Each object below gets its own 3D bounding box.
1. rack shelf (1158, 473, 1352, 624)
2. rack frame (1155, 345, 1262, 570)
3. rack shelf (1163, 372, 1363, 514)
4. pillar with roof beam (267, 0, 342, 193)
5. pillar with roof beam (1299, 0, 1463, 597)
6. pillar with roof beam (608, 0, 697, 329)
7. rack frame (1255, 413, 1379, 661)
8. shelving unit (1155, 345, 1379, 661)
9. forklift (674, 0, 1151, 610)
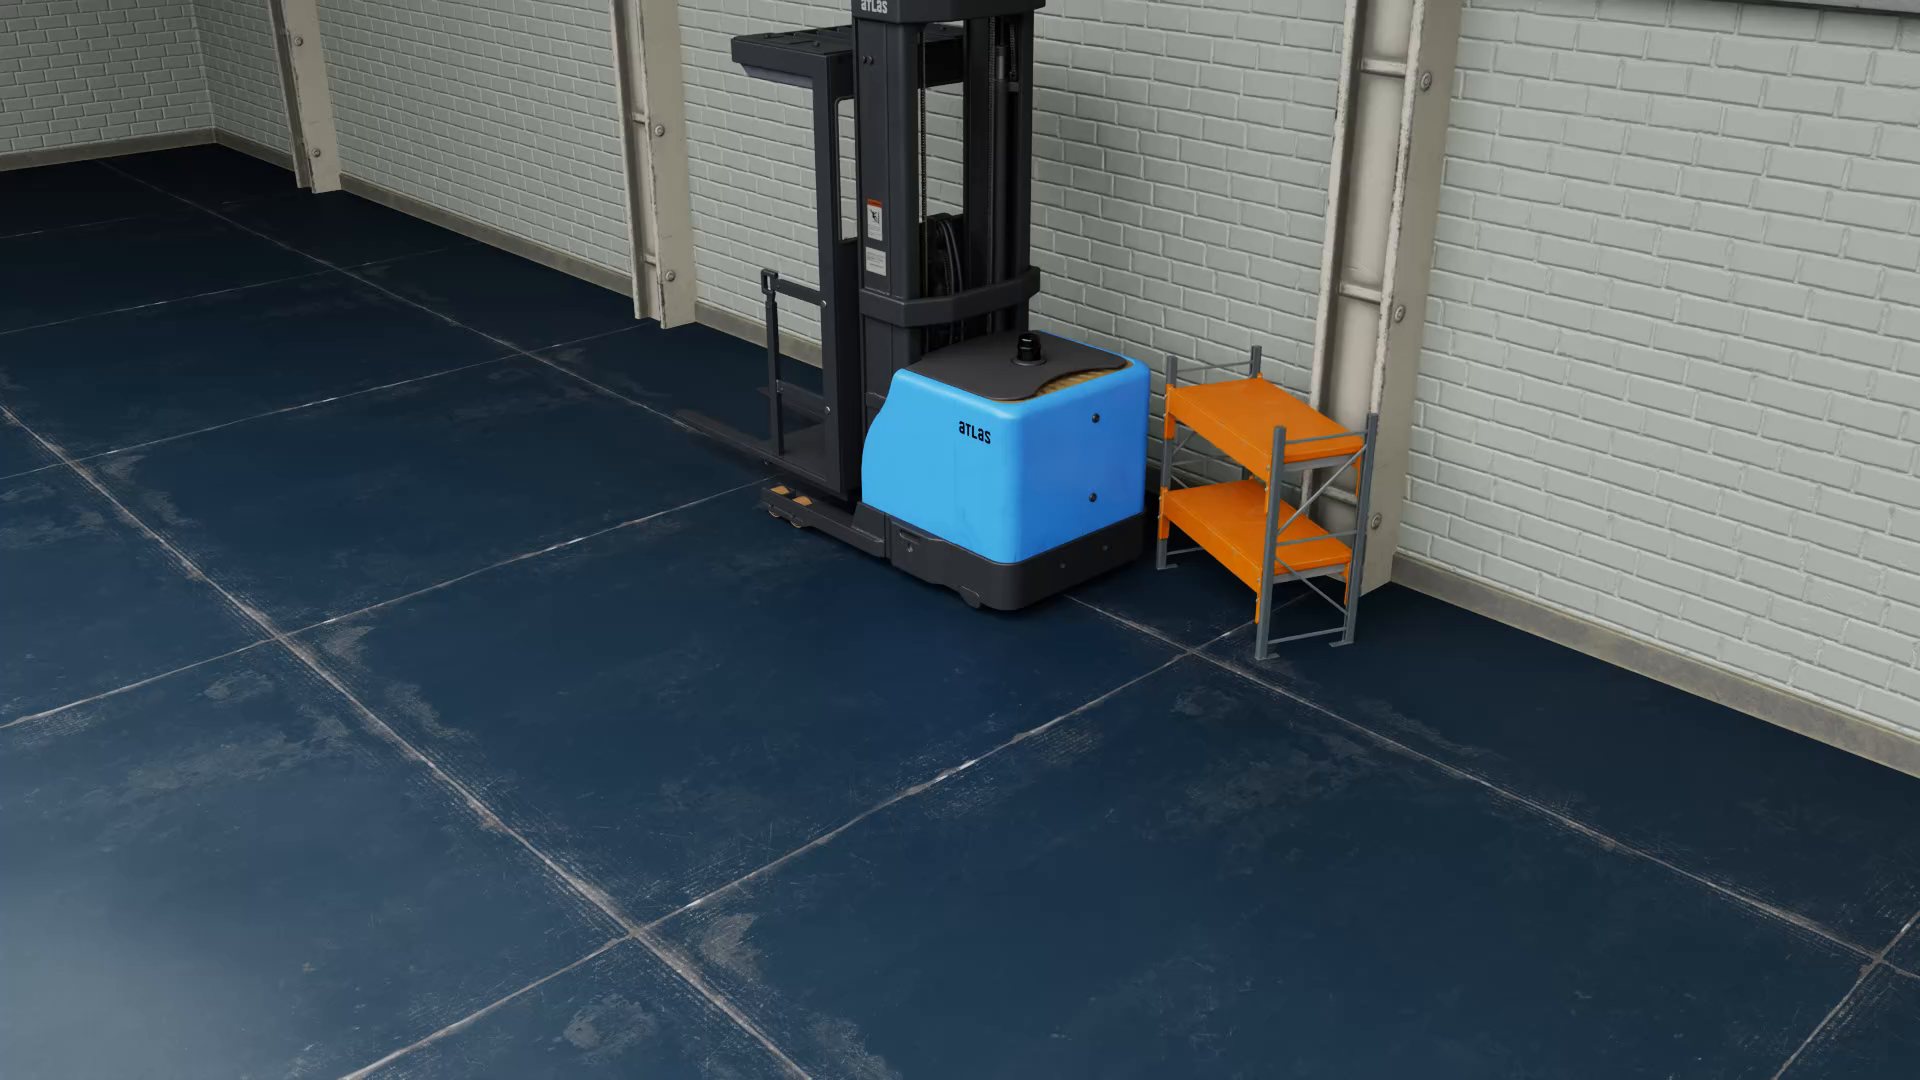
[{"bbox_3d":[1.407,0.021,7.938,0.538,0.278,1.000,-9,26,-18],"label":"rack shelf"},{"bbox_3d":[1.232,-0.400,8.271,0.500,1.125,0.032,-9,26,-18],"label":"rack frame"},{"bbox_3d":[1.407,-0.468,7.716,0.538,0.278,1.000,-9,26,-18],"label":"rack shelf"},{"bbox_3d":[-9.419,-6.332,11.787,9.100,9.000,0.400,-21,32,-38],"label":"pillar with roof beam"},{"bbox_3d":[-1.217,-2.696,3.818,9.100,9.000,0.400,-21,32,-38],"label":"pillar with roof beam"},{"bbox_3d":[-5.318,-4.514,7.803,9.100,9.000,0.400,-21,32,-38],"label":"pillar with roof beam"},{"bbox_3d":[1.582,-0.004,7.403,0.500,1.125,0.032,-9,26,-18],"label":"rack frame"},{"bbox_3d":[1.407,-0.202,7.837,0.538,1.125,1.048,-9,26,-18],"label":"shelving unit"},{"bbox_3d":[-0.428,-1.525,8.562,1.130,2.935,3.031,-21,32,-38],"label":"forklift"}]
